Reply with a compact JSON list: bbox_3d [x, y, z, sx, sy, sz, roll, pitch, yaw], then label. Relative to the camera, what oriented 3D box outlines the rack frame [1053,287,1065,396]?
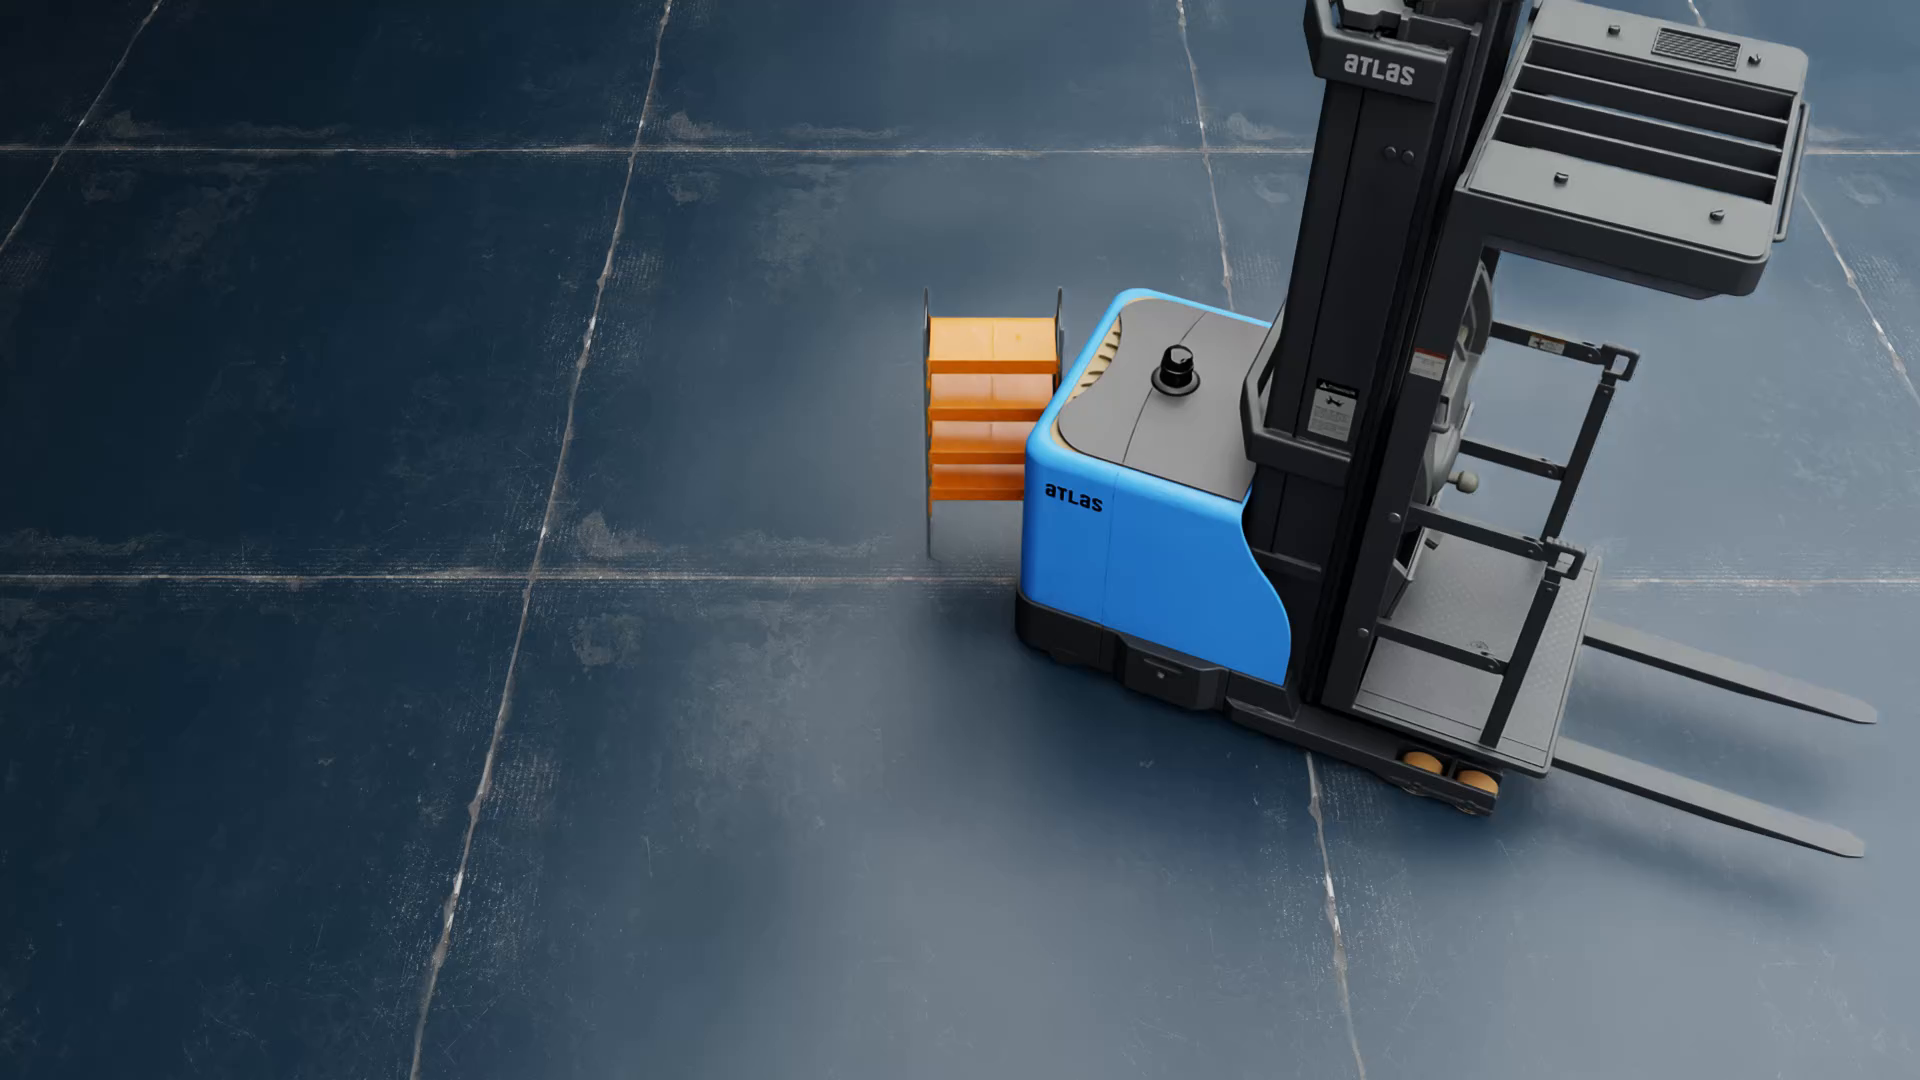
[{"bbox_3d":[0.364,-0.423,6.405,0.015,1.200,0.240,0,47,0],"label":"rack frame"}]

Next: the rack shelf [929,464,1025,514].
[{"bbox_3d":[0.119,-0.243,6.600,0.480,0.148,0.258,0,47,0],"label":"rack shelf"}]

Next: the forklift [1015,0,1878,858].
[{"bbox_3d":[1.772,-0.469,5.265,3.031,2.935,1.130,18,50,16],"label":"forklift"}]

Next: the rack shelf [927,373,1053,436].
[{"bbox_3d":[0.120,-0.531,6.291,0.480,0.148,0.258,0,47,0],"label":"rack shelf"}]

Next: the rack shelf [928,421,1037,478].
[{"bbox_3d":[0.119,-0.378,6.455,0.480,0.148,0.258,0,47,0],"label":"rack shelf"}]

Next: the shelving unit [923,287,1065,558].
[{"bbox_3d":[0.120,-0.424,6.406,0.503,1.200,0.258,0,47,0],"label":"shelving unit"}]

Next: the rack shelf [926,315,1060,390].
[{"bbox_3d":[0.120,-0.692,6.118,0.480,0.148,0.258,0,47,0],"label":"rack shelf"}]

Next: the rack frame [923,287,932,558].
[{"bbox_3d":[-0.125,-0.425,6.407,0.015,1.200,0.240,0,47,0],"label":"rack frame"}]
